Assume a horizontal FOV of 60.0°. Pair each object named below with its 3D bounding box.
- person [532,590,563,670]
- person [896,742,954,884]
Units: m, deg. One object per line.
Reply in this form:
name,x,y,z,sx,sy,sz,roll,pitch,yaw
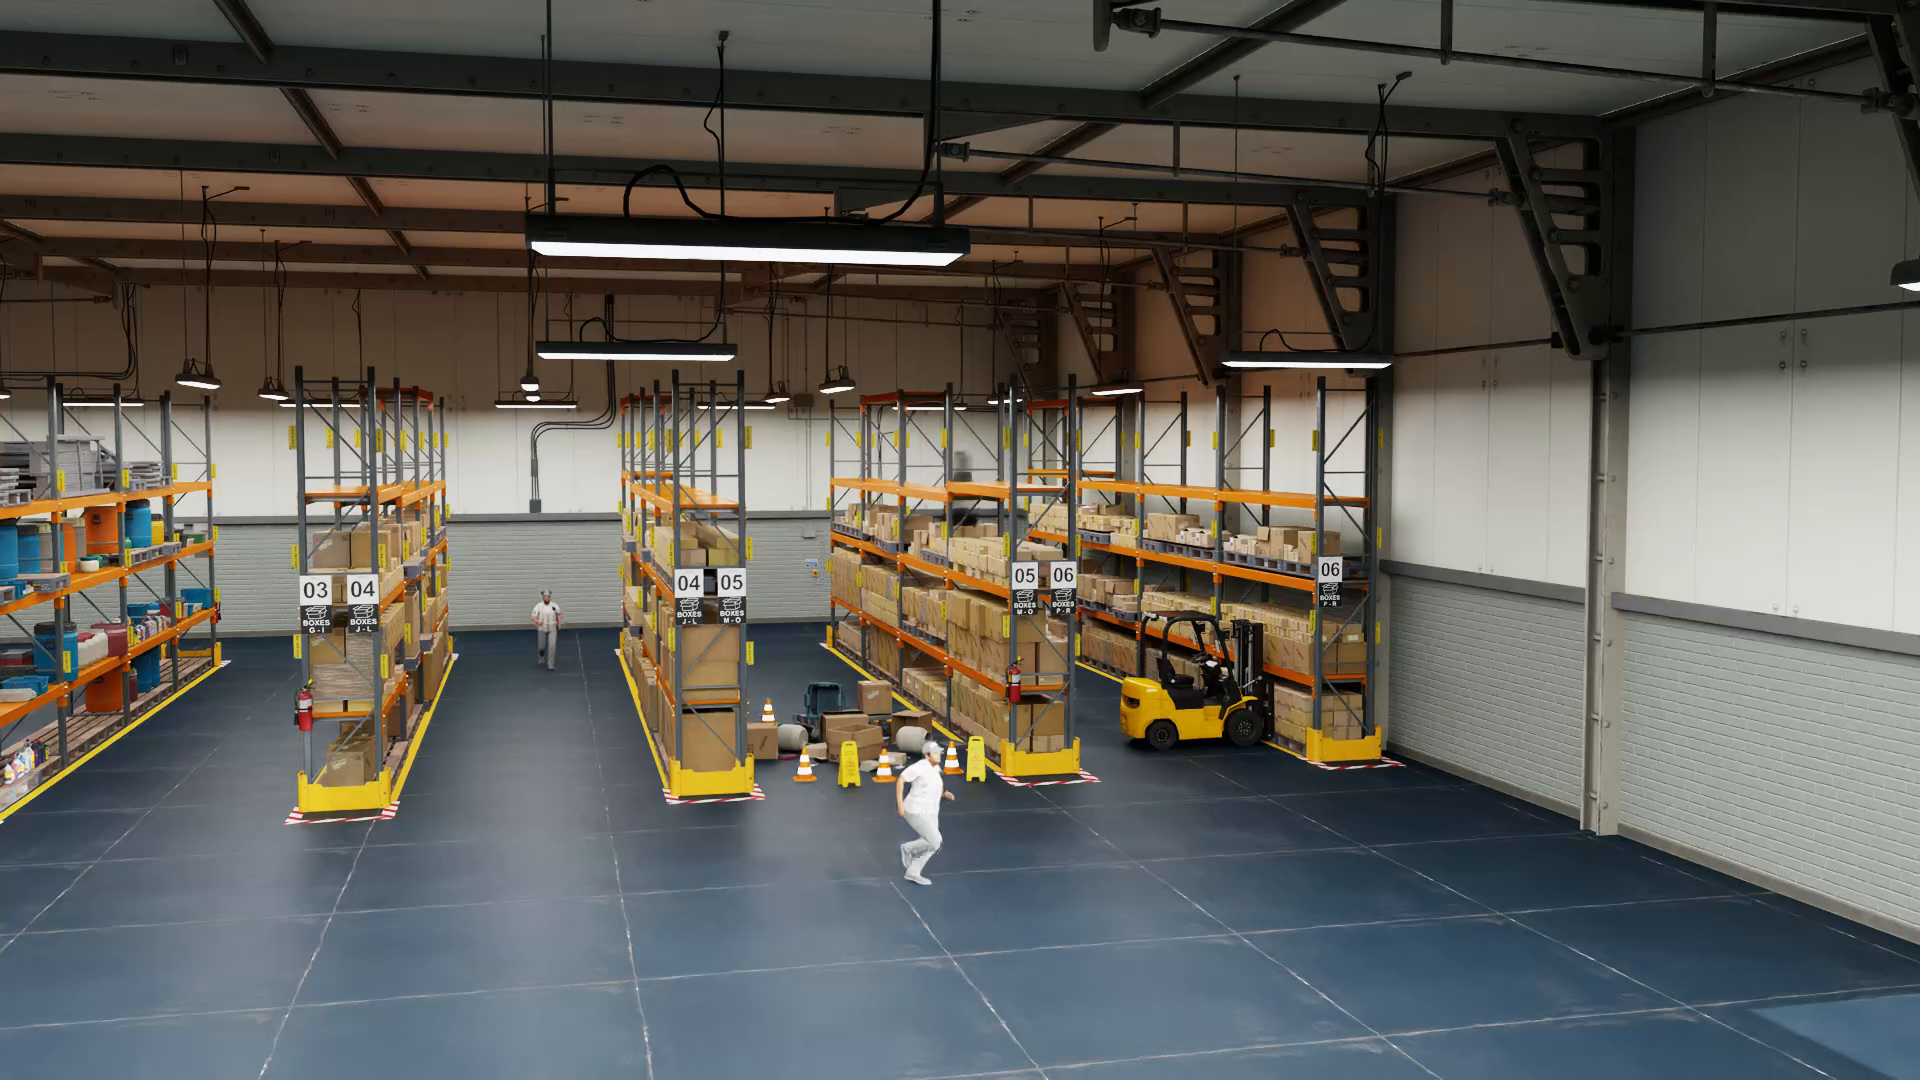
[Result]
person,-9.040,1.953,36.458,0.674,1.740,0.782,-1,4,-19
person,-0.363,3.085,18.763,0.608,1.618,0.645,2,4,29
